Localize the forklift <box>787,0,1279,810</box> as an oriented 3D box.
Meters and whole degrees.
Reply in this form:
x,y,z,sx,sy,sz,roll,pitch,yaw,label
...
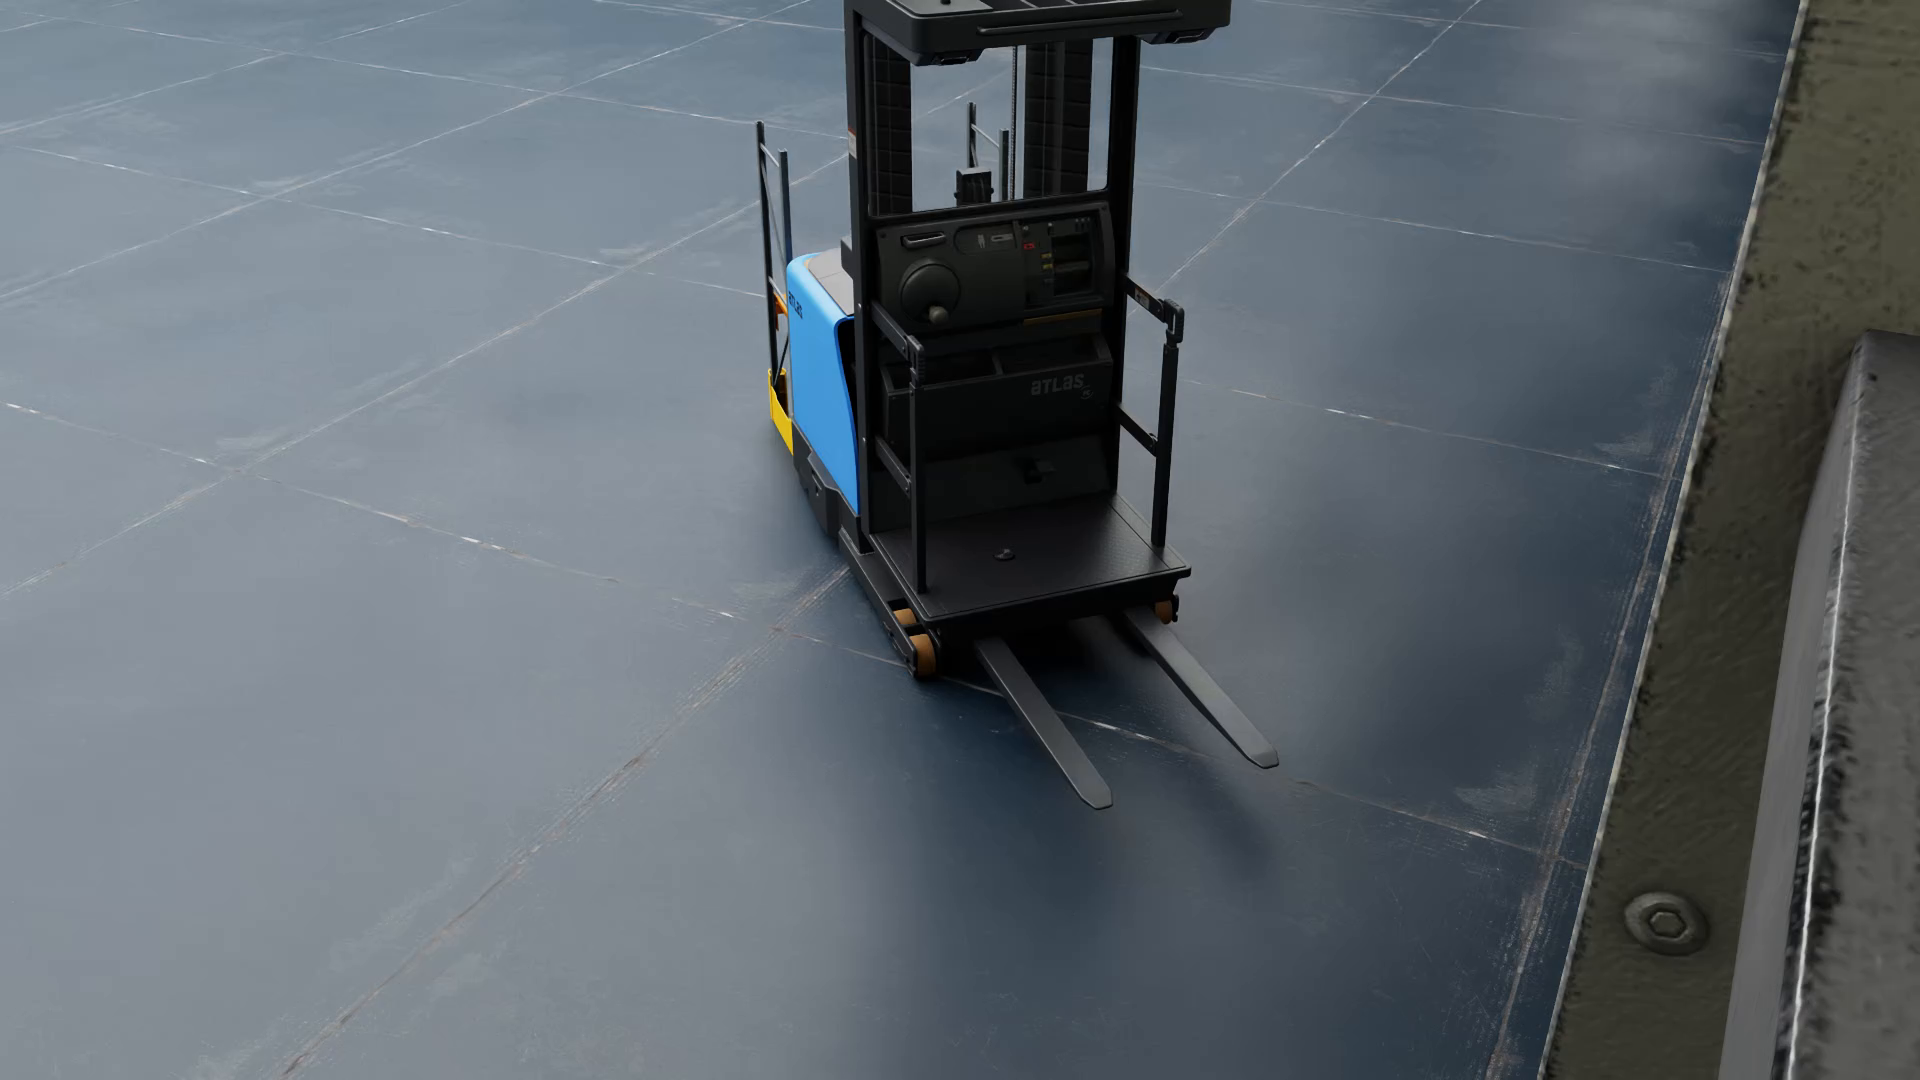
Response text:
x,y,z,sx,sy,sz,roll,pitch,yaw,label
0.218,-0.981,6.028,1.130,2.935,3.031,-11,32,-18,forklift

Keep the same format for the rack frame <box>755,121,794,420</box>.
x,y,z,sx,sy,sz,roll,pitch,yaw,label
-0.839,-1.142,7.745,0.032,1.500,0.500,-10,31,-16,rack frame

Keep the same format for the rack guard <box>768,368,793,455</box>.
x,y,z,sx,sy,sz,roll,pitch,yaw,label
-0.821,-0.603,8.062,0.087,0.250,0.587,-10,31,-16,rack guard

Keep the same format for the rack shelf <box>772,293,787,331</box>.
x,y,z,sx,sy,sz,roll,pitch,yaw,label
-0.358,-1.067,7.976,1.000,0.185,0.538,-10,31,-16,rack shelf

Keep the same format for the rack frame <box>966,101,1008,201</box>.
x,y,z,sx,sy,sz,roll,pitch,yaw,label
0.124,-1.304,8.027,0.032,1.500,0.500,-10,31,-16,rack frame

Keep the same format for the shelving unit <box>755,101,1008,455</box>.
x,y,z,sx,sy,sz,roll,pitch,yaw,label
-0.349,-1.224,7.889,1.083,1.500,0.587,-10,31,-16,shelving unit
